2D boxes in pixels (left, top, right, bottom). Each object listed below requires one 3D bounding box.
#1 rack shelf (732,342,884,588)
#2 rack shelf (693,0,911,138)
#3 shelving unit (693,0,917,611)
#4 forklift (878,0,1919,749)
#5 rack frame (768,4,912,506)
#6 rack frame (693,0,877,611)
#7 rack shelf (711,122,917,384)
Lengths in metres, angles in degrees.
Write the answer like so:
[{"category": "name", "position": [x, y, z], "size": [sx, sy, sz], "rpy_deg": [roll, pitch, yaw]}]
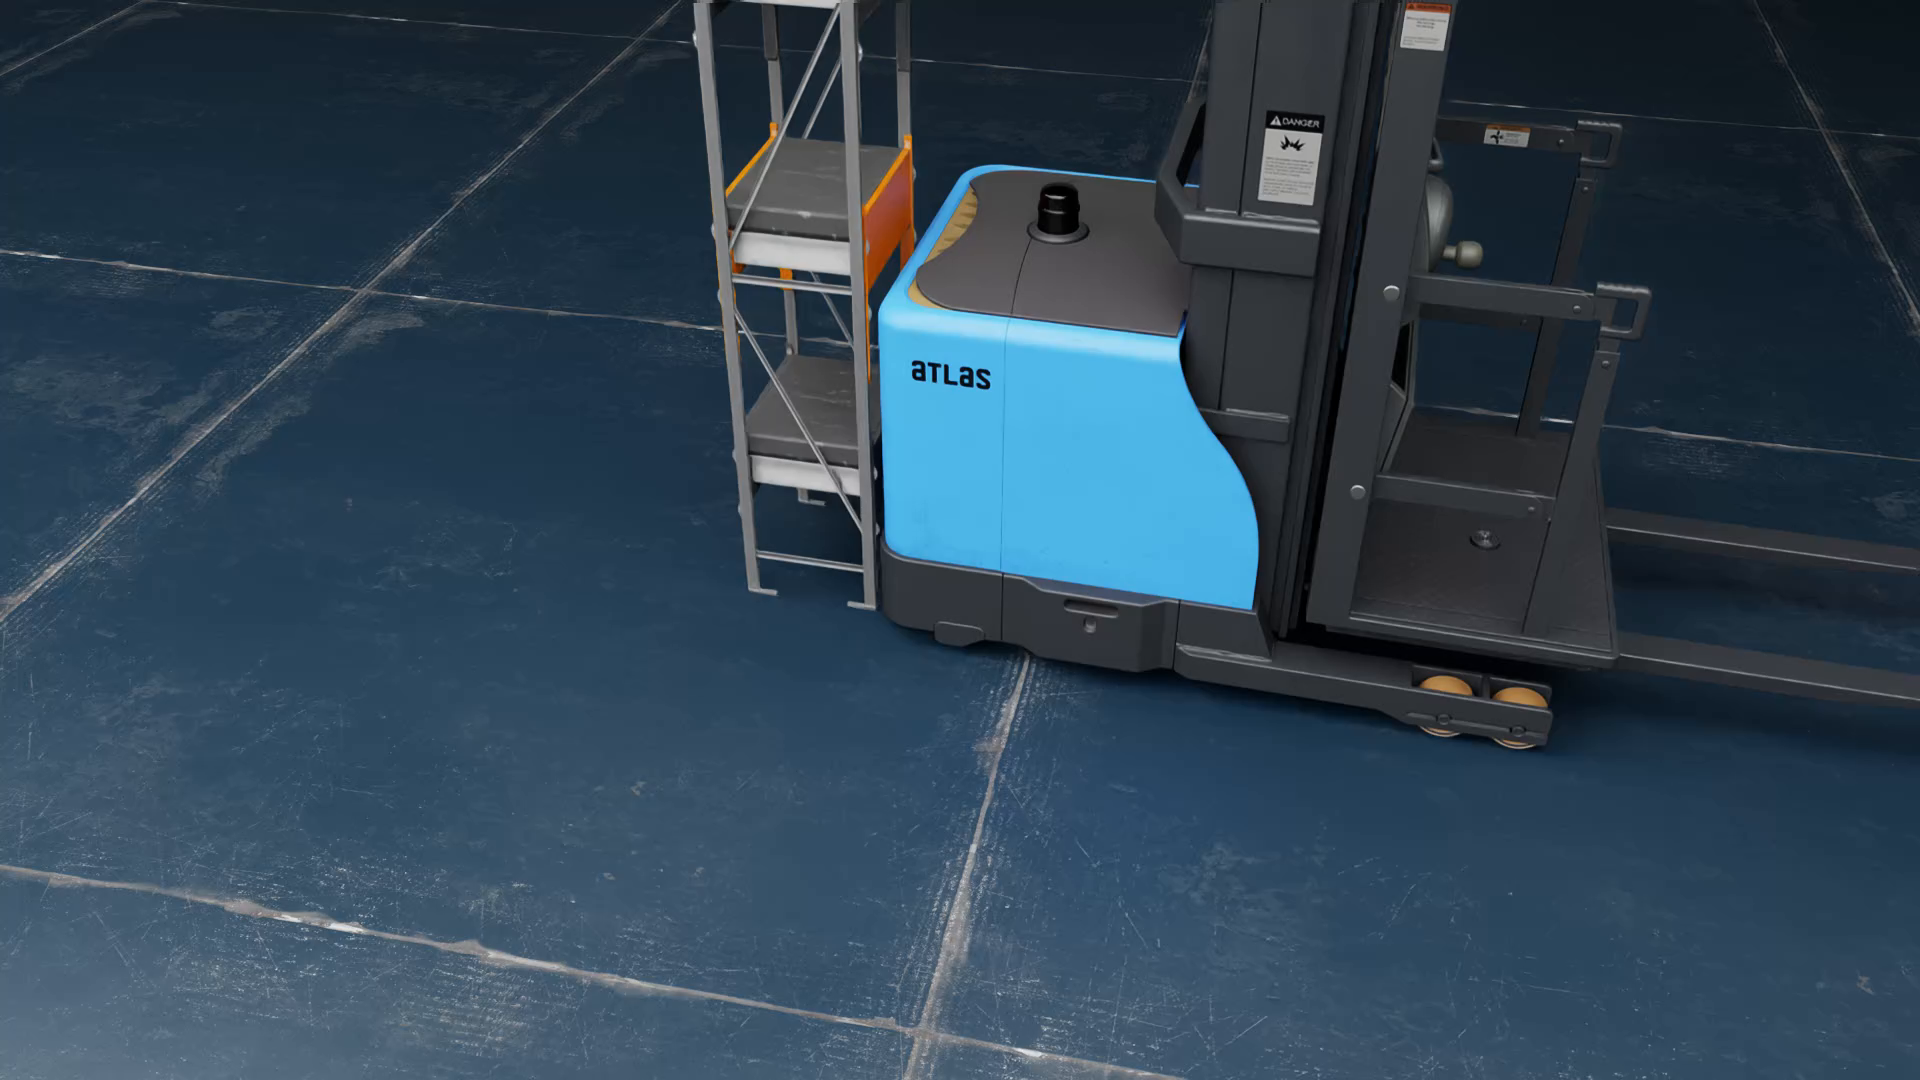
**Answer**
[{"category": "rack shelf", "position": [-0.387, -0.231, 4.995], "size": [0.431, 0.518, 0.480], "rpy_deg": [8, 37, 11]}, {"category": "rack shelf", "position": [-0.387, -1.364, 4.174], "size": [0.431, 0.518, 0.480], "rpy_deg": [8, 37, 11]}, {"category": "shelving unit", "position": [-0.387, -0.809, 4.577], "size": [0.431, 2.100, 0.503], "rpy_deg": [8, 37, 11]}, {"category": "forklift", "position": [1.348, -0.971, 4.092], "size": [3.031, 2.935, 1.130], "rpy_deg": [8, 37, 12]}, {"category": "rack frame", "position": [-0.330, -0.948, 4.769], "size": [0.400, 2.100, 0.015], "rpy_deg": [8, 37, 11]}, {"category": "rack frame", "position": [-0.443, -0.669, 4.384], "size": [0.400, 2.100, 0.015], "rpy_deg": [8, 37, 11]}, {"category": "rack shelf", "position": [-0.387, -0.798, 4.585], "size": [0.431, 0.518, 0.480], "rpy_deg": [8, 37, 11]}]
